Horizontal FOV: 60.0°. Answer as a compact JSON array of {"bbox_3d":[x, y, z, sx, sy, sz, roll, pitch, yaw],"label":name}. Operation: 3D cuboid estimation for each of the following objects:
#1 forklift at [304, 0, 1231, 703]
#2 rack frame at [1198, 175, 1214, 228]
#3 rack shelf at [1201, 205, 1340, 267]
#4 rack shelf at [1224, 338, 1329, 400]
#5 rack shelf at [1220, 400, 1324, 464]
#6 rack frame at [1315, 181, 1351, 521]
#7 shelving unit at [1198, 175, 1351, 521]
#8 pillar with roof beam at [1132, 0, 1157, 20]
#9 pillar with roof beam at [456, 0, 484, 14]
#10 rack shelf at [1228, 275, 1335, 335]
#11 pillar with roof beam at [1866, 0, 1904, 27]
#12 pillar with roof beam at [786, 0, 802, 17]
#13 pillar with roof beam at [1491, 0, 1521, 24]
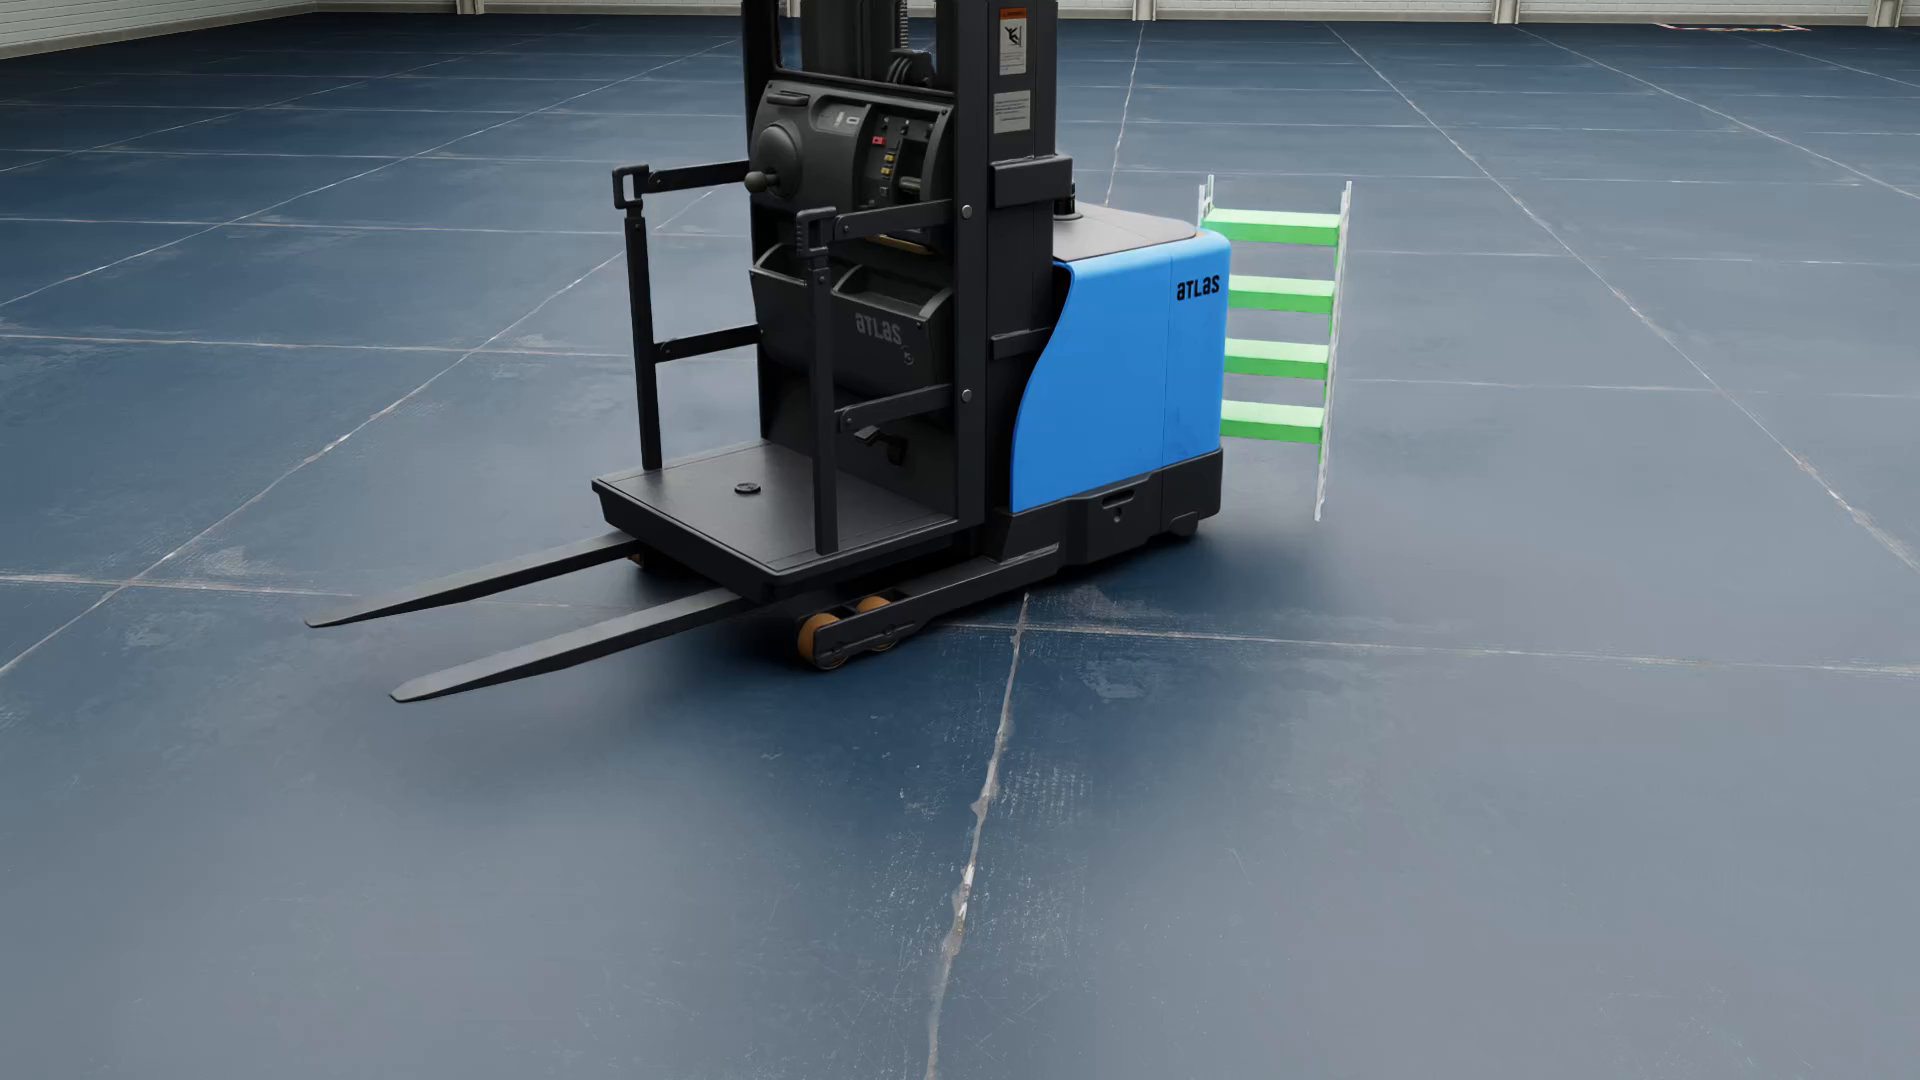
[{"bbox_3d":[-0.509,-1.193,4.972,3.031,2.935,1.130,-17,27,-37],"label":"forklift"},{"bbox_3d":[0.877,-0.720,6.129,0.015,1.200,0.240,6,22,15],"label":"rack frame"},{"bbox_3d":[1.111,-1.082,5.913,0.480,0.148,0.258,6,22,15],"label":"rack shelf"},{"bbox_3d":[1.111,-0.636,6.089,0.480,0.148,0.258,6,22,15],"label":"rack shelf"},{"bbox_3d":[1.111,-0.412,6.178,0.480,0.148,0.258,6,22,15],"label":"rack shelf"},{"bbox_3d":[1.346,-0.670,6.002,0.015,1.200,0.240,6,22,15],"label":"rack frame"},{"bbox_3d":[1.111,-0.695,6.066,0.503,1.200,0.258,6,22,15],"label":"shelving unit"},{"bbox_3d":[2.648,-11.531,22.866,0.400,9.000,9.100,2,22,6],"label":"pillar with roof beam"},{"bbox_3d":[-9.269,-12.050,24.179,0.400,9.000,9.100,2,22,6],"label":"pillar with roof beam"},{"bbox_3d":[1.111,-0.859,6.001,0.480,0.148,0.258,6,22,15],"label":"rack shelf"},{"bbox_3d":[14.564,-11.011,21.553,0.400,9.000,9.100,2,22,6],"label":"pillar with roof beam"},{"bbox_3d":[-3.311,-11.790,23.523,0.400,9.000,9.100,2,22,6],"label":"pillar with roof beam"},{"bbox_3d":[8.606,-11.271,22.209,0.400,9.000,9.100,2,22,6],"label":"pillar with roof beam"}]
